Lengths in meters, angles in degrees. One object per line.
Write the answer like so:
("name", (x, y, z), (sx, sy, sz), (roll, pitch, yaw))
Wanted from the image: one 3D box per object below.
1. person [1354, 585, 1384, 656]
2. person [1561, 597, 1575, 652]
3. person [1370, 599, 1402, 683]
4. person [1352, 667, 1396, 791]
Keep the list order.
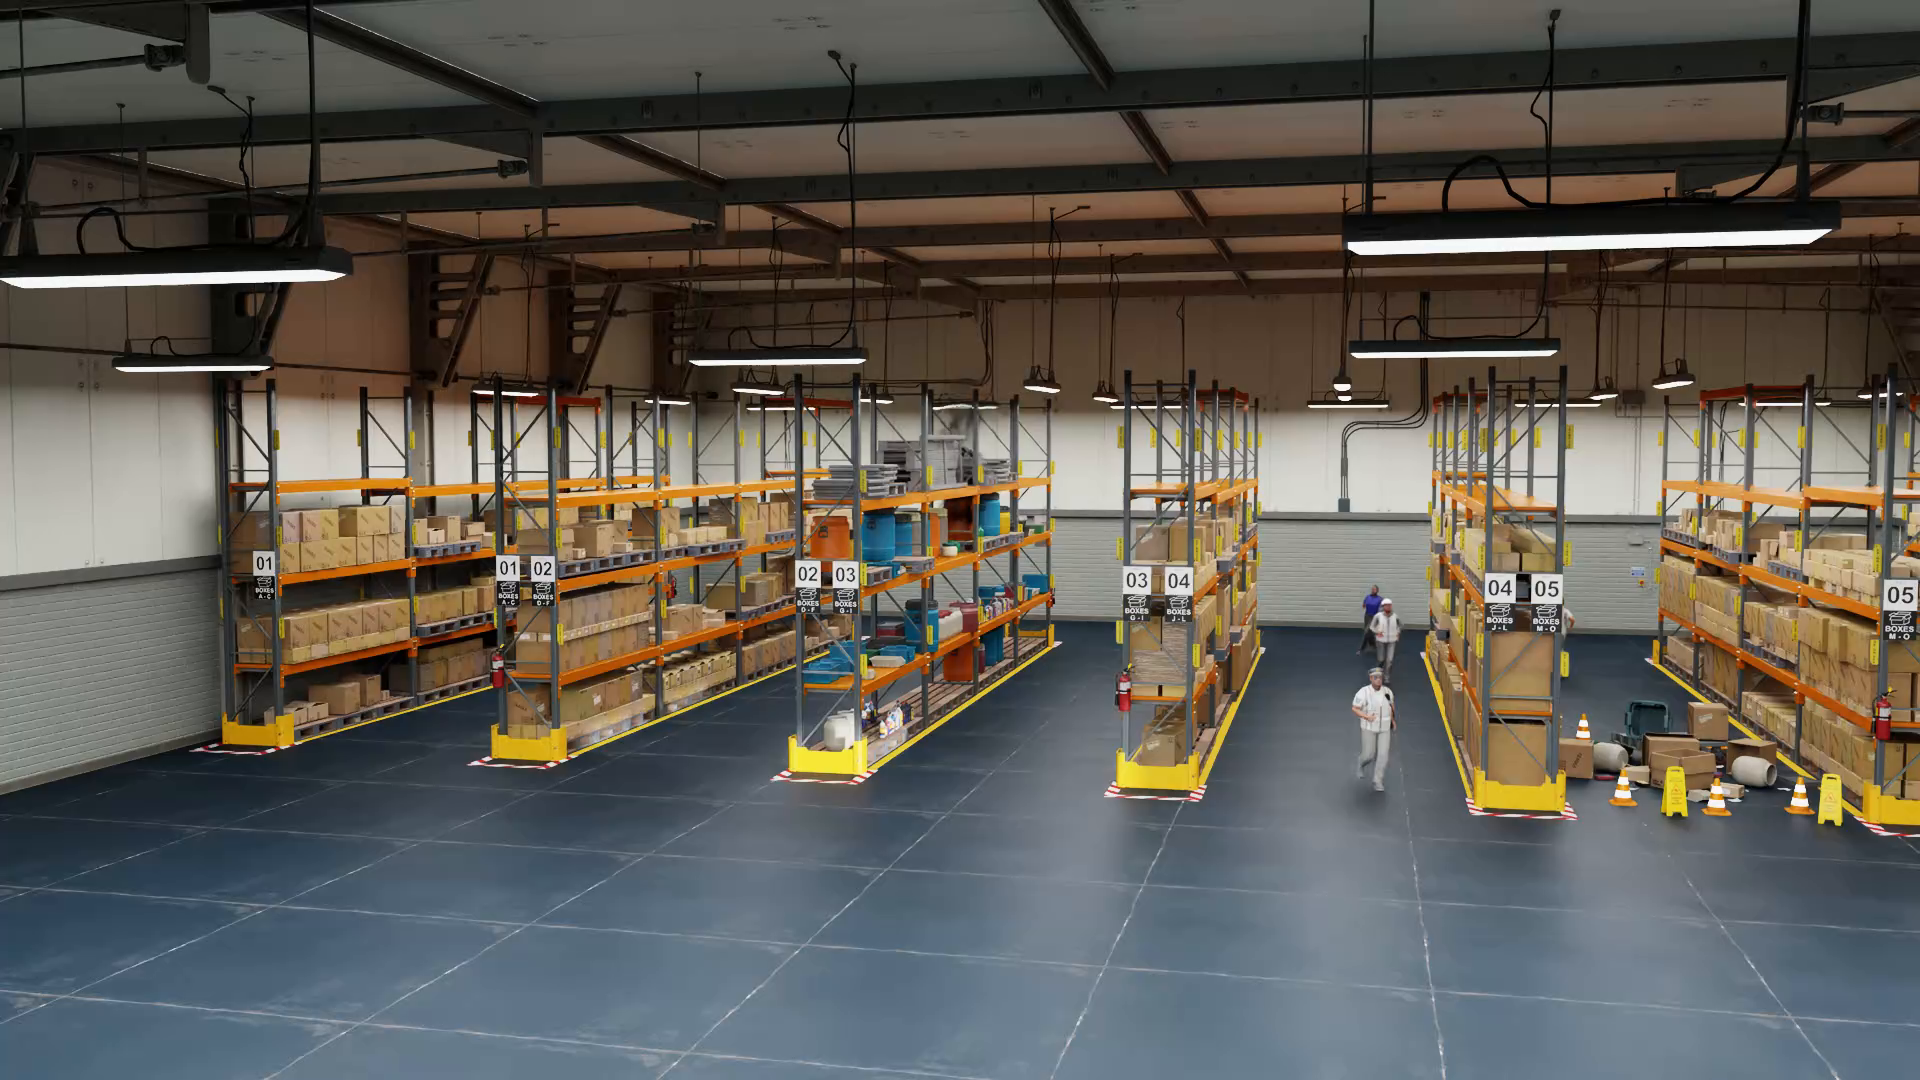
("person", (9.613, 1.874, 38.699), (0.816, 1.647, 0.614), (-3, 4, -39))
("person", (12.758, 2.018, 35.439), (0.565, 1.652, 0.970), (0, 3, 7))
("person", (8.816, 2.073, 34.376), (0.660, 1.730, 0.658), (0, 3, 4))
("person", (5.966, 2.690, 23.925), (0.668, 1.749, 0.741), (0, 3, -6))
